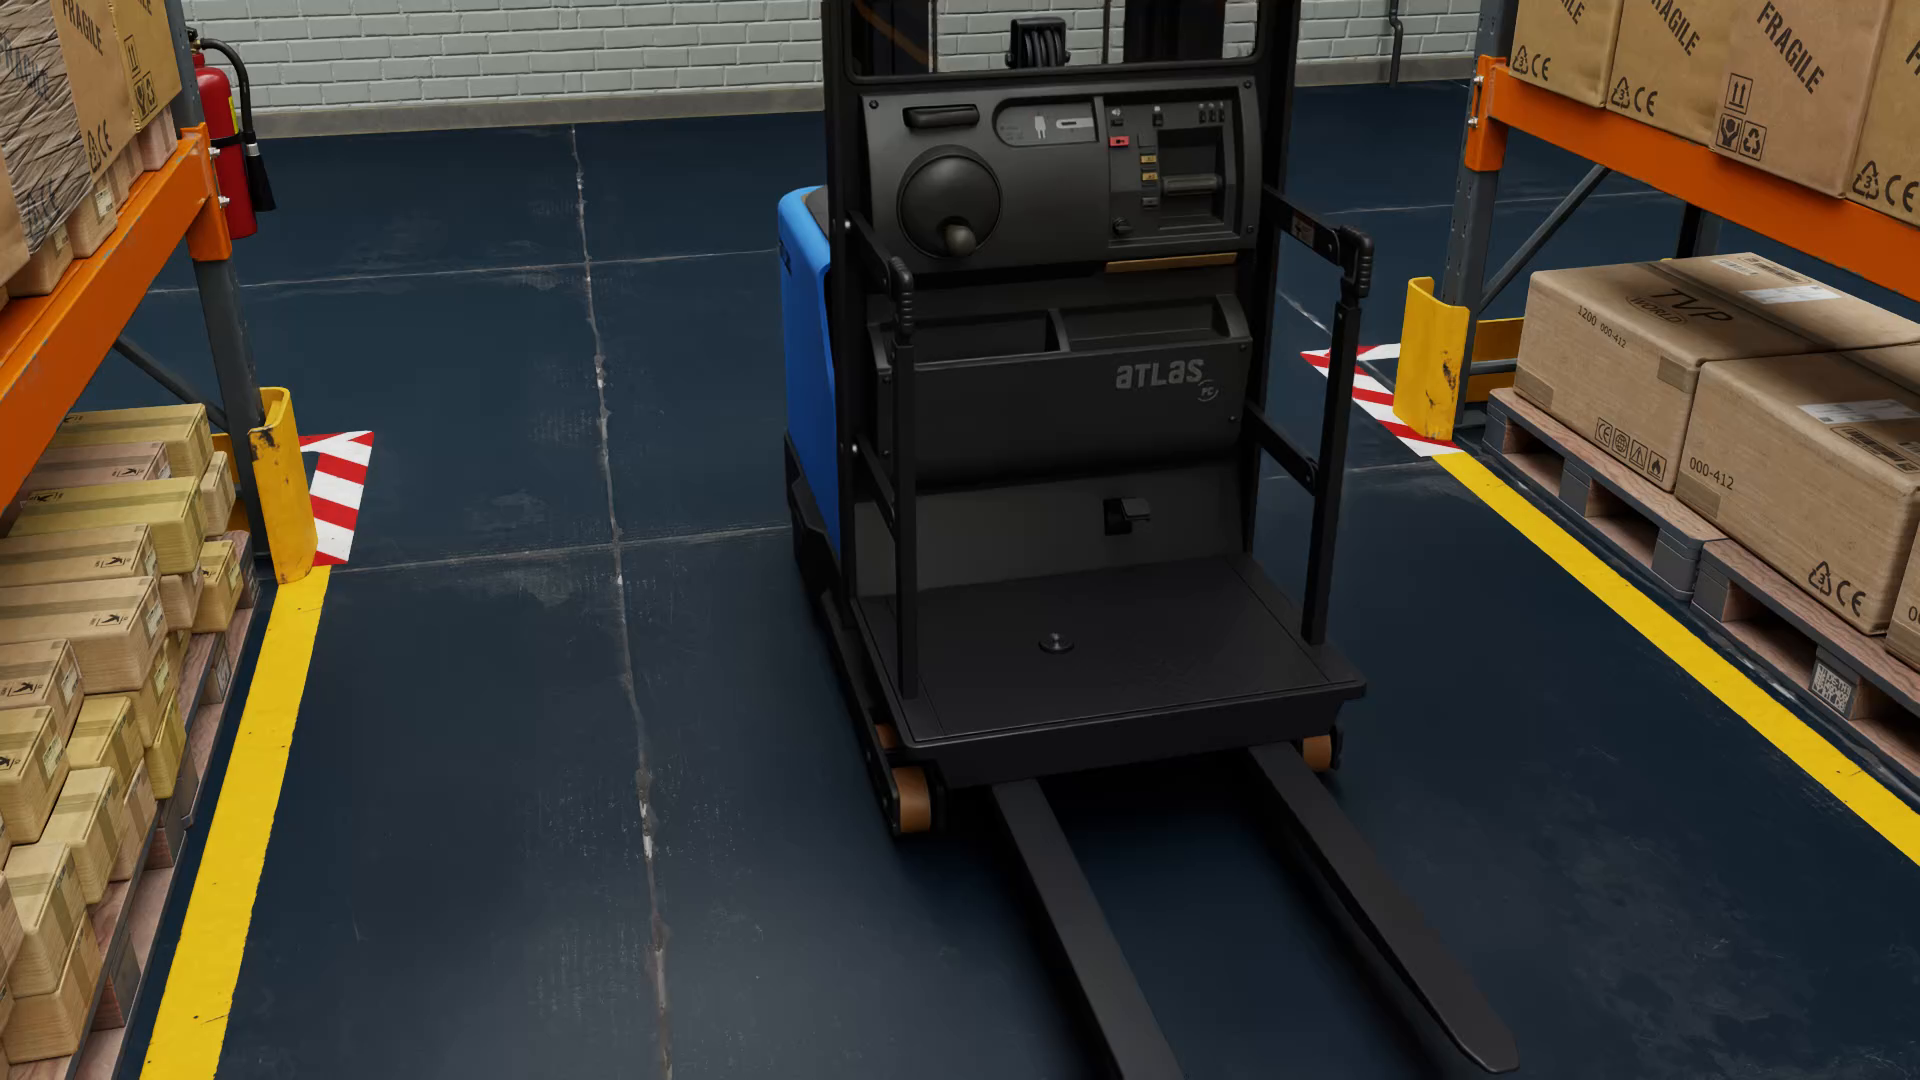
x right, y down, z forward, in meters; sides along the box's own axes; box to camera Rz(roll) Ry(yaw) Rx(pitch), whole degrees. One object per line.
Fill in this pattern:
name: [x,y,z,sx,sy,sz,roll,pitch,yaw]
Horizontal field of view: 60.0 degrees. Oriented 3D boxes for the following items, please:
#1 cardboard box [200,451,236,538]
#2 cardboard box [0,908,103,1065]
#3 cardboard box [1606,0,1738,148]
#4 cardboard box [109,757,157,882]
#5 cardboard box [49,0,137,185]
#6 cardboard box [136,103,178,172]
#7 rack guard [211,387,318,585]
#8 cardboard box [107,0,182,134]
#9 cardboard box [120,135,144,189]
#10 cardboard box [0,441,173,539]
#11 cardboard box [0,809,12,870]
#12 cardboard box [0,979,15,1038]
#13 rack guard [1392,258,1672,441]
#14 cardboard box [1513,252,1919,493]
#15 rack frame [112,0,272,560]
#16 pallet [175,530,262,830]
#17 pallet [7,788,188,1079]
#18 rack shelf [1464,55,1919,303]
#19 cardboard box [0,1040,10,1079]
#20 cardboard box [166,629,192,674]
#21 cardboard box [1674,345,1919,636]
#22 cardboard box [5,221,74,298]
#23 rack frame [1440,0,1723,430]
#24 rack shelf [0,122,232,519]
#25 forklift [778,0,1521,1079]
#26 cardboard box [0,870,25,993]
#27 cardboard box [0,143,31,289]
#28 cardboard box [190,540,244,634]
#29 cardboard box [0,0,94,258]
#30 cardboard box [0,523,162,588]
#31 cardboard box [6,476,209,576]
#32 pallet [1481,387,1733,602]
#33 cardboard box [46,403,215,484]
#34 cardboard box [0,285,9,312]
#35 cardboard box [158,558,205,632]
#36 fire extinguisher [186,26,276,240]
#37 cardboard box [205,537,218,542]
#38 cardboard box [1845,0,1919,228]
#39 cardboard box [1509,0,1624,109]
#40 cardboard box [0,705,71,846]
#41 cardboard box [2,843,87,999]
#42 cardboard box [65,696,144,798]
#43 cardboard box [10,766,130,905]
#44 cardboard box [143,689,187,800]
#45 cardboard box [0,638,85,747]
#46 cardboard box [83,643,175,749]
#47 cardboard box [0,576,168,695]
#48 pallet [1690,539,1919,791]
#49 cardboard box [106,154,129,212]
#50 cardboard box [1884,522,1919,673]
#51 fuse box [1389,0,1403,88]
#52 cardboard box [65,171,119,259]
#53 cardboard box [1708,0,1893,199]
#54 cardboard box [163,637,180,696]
cardboard box: [-2.191,-0.108,4.503,0.380,0.149,0.250,-7,28,-13]
cardboard box: [-1.787,0.820,2.994,0.380,0.149,0.250,-7,28,-13]
cardboard box: [2.182,-1.396,4.576,0.500,0.500,0.500,-6,27,-12]
cardboard box: [-1.905,0.594,3.442,0.380,0.149,0.250,-5,27,-11]
cardboard box: [-2.125,-1.043,3.546,0.500,0.500,0.500,-6,27,-12]
cardboard box: [-2.239,-1.037,4.254,0.380,0.149,0.250,-6,27,-12]
rack guard: [-2.571,-0.114,4.921,1.175,0.500,0.348,-6,27,-12]
cardboard box: [-2.236,-1.270,3.995,0.500,0.500,0.500,-5,27,-11]
cardboard box: [-2.219,-0.924,4.030,0.380,0.149,0.250,-6,27,-12]
cardboard box: [-2.221,-0.121,4.198,0.380,0.149,0.250,-5,27,-11]
cardboard box: [-1.872,0.564,2.842,0.380,0.149,0.250,-7,28,-14]
cardboard box: [-1.788,0.806,2.691,0.380,0.149,0.250,-5,27,-9]
rack guard: [2.207,-0.705,6.092,1.175,0.500,0.348,-6,27,-12]
cardboard box: [2.458,-0.574,5.436,0.875,0.438,0.875,-7,28,-13]
rack frame: [-2.588,-1.263,4.424,1.000,3.000,0.127,-6,27,-12]
pallet: [-2.422,0.375,4.272,1.003,0.211,1.213,-6,27,-12]
pallet: [-2.151,0.910,3.213,1.003,0.211,1.213,-6,27,-12]
rack shelf: [2.663,-0.611,3.930,1.077,0.370,4.000,-6,27,-12]
cardboard box: [-1.823,0.944,2.749,0.380,0.149,0.250,-7,28,-14]
cardboard box: [-2.134,0.259,4.105,0.380,0.149,0.250,-6,27,-12]
cardboard box: [2.673,-0.173,4.642,0.875,0.438,0.875,-5,27,-10]
cardboard box: [-2.037,-0.587,3.362,0.380,0.149,0.250,-7,28,-14]
rack frame: [2.212,-1.810,5.508,1.000,3.000,0.127,-6,27,-12]
rack shelf: [-2.137,-0.064,2.846,1.077,0.370,4.000,-6,27,-12]
forklift: [0.297,-0.809,3.600,1.130,2.935,3.031,-6,27,-12]
cardboard box: [-1.730,0.675,2.621,0.380,0.149,0.250,-5,27,-10]
cardboard box: [-1.899,-0.601,2.671,0.500,0.500,0.500,-5,27,-9]
cardboard box: [-2.109,0.134,4.352,0.380,0.149,0.250,-5,27,-10]
cardboard box: [-2.001,-0.821,3.107,0.500,0.500,0.500,-6,27,-11]
cardboard box: [-2.042,0.100,3.760,0.380,0.149,0.250,-7,28,-14]
cardboard box: [-2.039,-0.020,3.998,0.380,0.149,0.250,-7,28,-13]
pallet: [2.469,-0.222,5.456,1.003,0.211,1.213,-6,27,-12]
cardboard box: [-2.222,-0.237,4.428,0.380,0.149,0.250,-6,27,-11]
cardboard box: [-2.034,-0.462,3.116,0.380,0.149,0.250,-7,28,-14]
cardboard box: [-2.072,0.120,4.051,0.380,0.149,0.250,-7,28,-14]
fire extinguisher: [-2.195,-1.220,4.837,0.296,0.674,0.183,-6,27,-12]
cardboard box: [-2.266,0.032,4.556,0.380,0.149,0.250,-5,27,-11]
cardboard box: [2.408,-0.952,3.697,0.500,0.500,0.500,-5,27,-10]
cardboard box: [2.041,-1.615,5.010,0.500,0.500,0.500,-6,27,-12]
cardboard box: [-1.889,0.451,3.064,0.380,0.149,0.250,-6,27,-11]
cardboard box: [-1.783,0.689,2.923,0.380,0.149,0.250,-6,27,-12]
cardboard box: [-1.903,0.460,3.377,0.380,0.149,0.250,-5,27,-9]
cardboard box: [-1.814,0.578,3.143,0.380,0.149,0.250,-6,27,-11]
cardboard box: [-1.947,0.472,3.684,0.380,0.149,0.250,-7,28,-14]
cardboard box: [-1.976,0.339,3.286,0.380,0.149,0.250,-7,28,-13]
cardboard box: [-1.943,0.346,3.604,0.380,0.149,0.250,-6,27,-11]
cardboard box: [-1.927,0.212,3.538,0.380,0.149,0.250,-5,27,-10]
pallet: [2.740,0.312,4.397,1.003,0.211,1.213,-6,27,-12]
cardboard box: [-2.148,-0.815,3.815,0.380,0.149,0.250,-6,27,-12]
cardboard box: [2.874,0.223,3.858,0.875,0.438,0.875,-7,28,-13]
fuse box: [2.998,-3.857,10.993,0.539,1.711,0.414,-6,27,-12]
cardboard box: [-2.068,-0.705,3.598,0.380,0.149,0.250,-5,27,-10]
cardboard box: [2.279,-1.171,4.129,0.500,0.500,0.500,-6,27,-12]
cardboard box: [-2.065,0.366,3.893,0.380,0.149,0.250,-6,27,-11]
